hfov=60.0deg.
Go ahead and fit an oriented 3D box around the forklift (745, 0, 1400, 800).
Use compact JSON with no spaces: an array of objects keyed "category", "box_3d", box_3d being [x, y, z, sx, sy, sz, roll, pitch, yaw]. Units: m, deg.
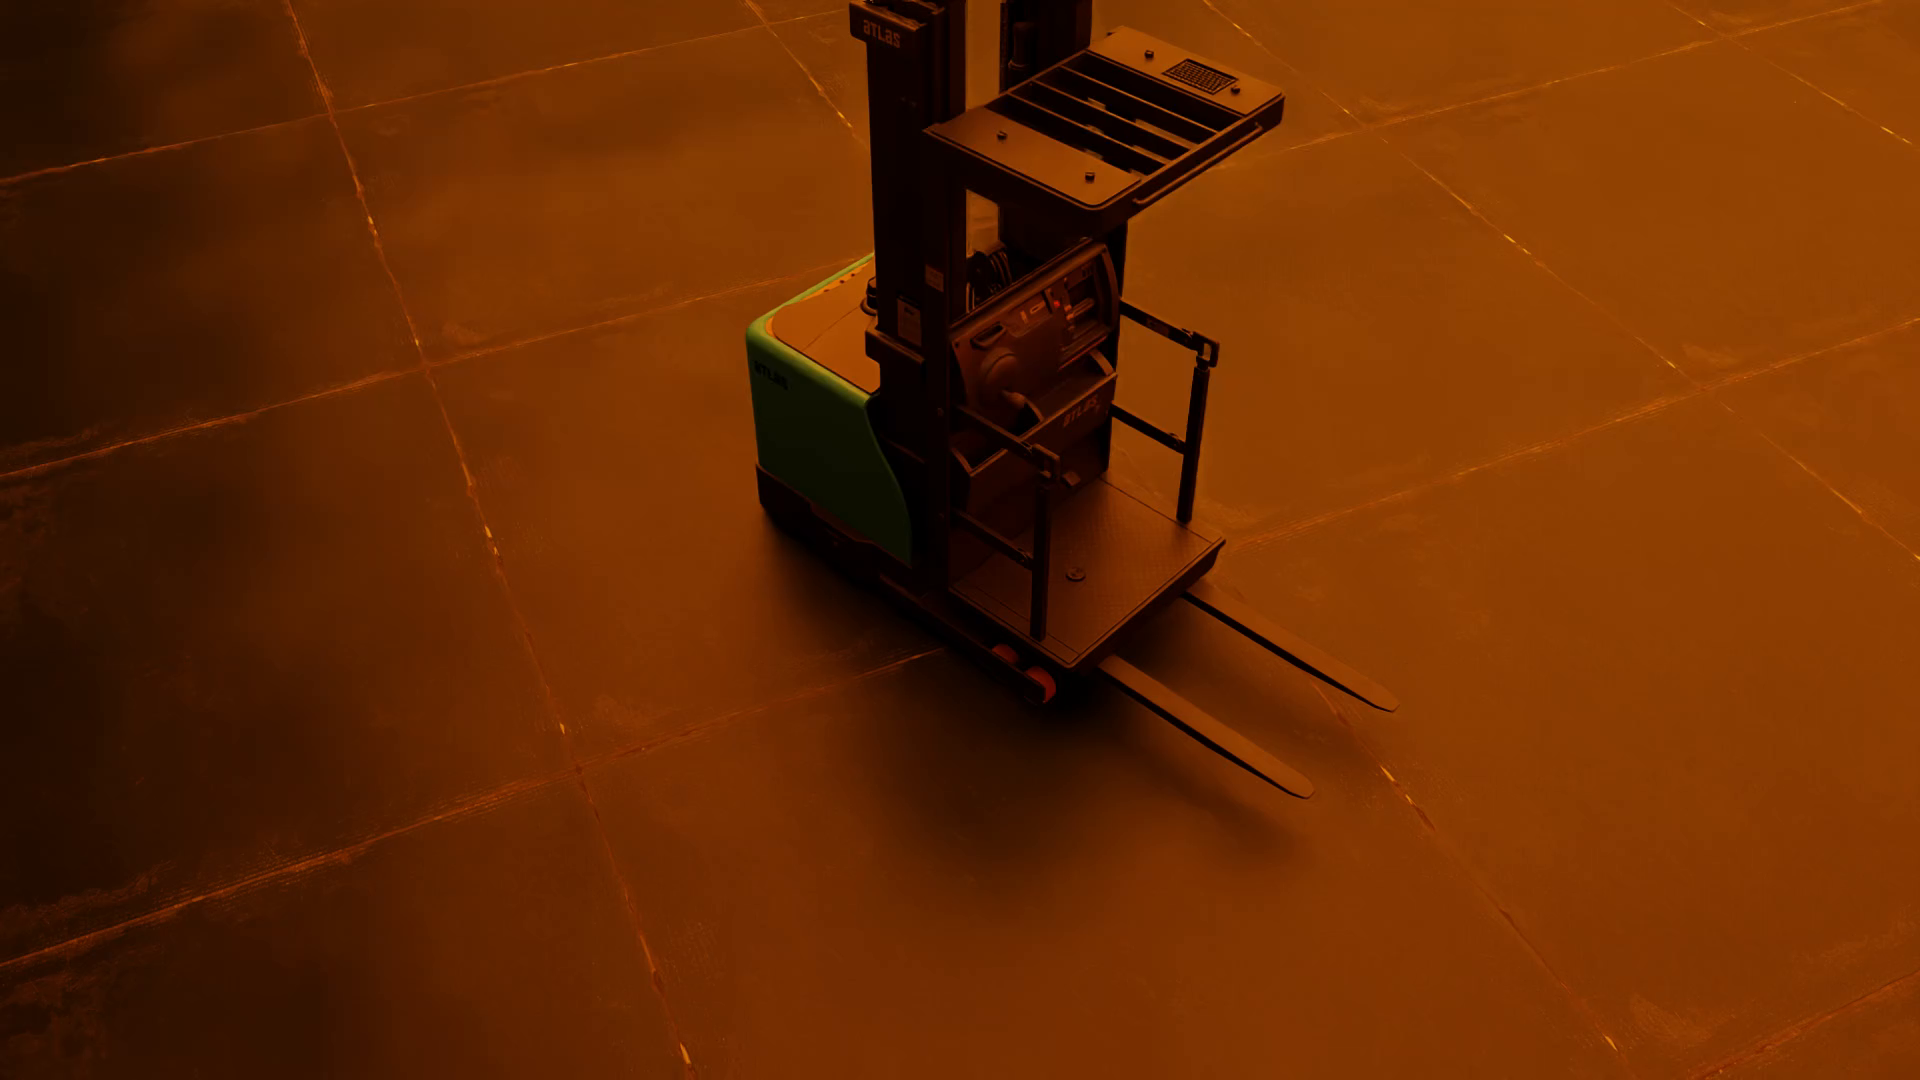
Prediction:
[{"category":"forklift","box_3d":[0.463,-0.777,6.512,3.031,2.935,1.130,32,52,30]}]
